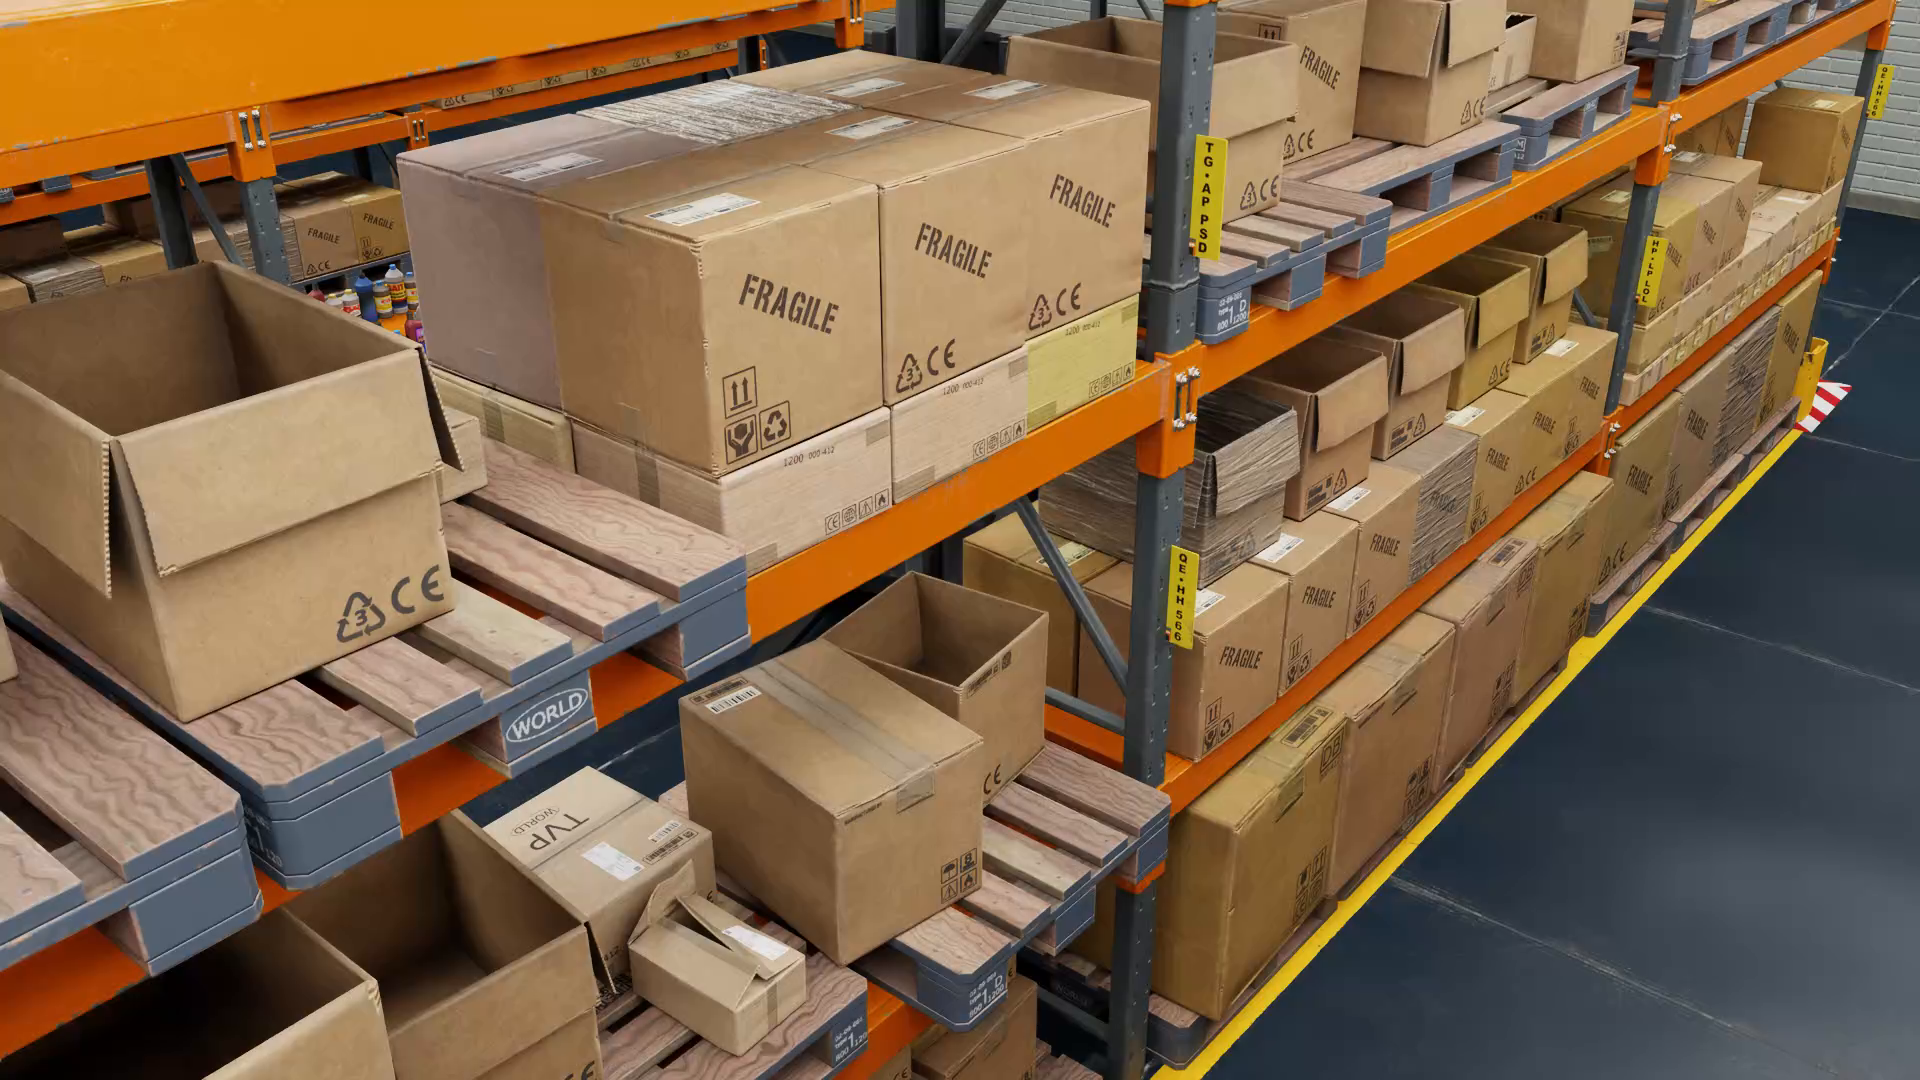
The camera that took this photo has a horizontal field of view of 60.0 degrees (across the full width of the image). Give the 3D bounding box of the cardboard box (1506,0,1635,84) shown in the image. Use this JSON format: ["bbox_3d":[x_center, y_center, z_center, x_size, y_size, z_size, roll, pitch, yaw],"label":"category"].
[{"bbox_3d":[2.420,-2.276,7.054,0.700,0.500,0.500,22,34,36],"label":"cardboard box"}]

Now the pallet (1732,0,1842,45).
[{"bbox_3d":[4.086,-2.932,8.984,1.003,0.211,1.213,21,34,34],"label":"pallet"}]

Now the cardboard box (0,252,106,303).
[{"bbox_3d":[-6.566,-1.750,12.109,0.500,0.500,0.500,19,33,33],"label":"cardboard box"}]

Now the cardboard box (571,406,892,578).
[{"bbox_3d":[-0.503,-0.171,3.715,0.500,0.250,0.500,22,34,36],"label":"cardboard box"}]

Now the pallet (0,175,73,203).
[{"bbox_3d":[-7.028,-2.575,11.672,1.213,0.211,1.003,21,34,34],"label":"pallet"}]

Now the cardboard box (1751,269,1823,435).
[{"bbox_3d":[4.980,-1.332,10.915,0.875,0.875,0.875,21,34,34],"label":"cardboard box"}]

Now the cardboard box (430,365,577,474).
[{"bbox_3d":[-0.905,-0.309,3.982,0.500,0.250,0.500,22,34,35],"label":"cardboard box"}]

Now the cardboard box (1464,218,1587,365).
[{"bbox_3d":[2.381,-1.182,7.570,0.797,0.503,0.637,20,33,33],"label":"cardboard box"}]

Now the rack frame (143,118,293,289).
[{"bbox_3d":[-3.585,-0.950,8.323,1.000,3.000,0.127,21,34,34],"label":"rack frame"}]

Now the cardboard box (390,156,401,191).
[{"bbox_3d":[-4.717,-3.188,14.889,0.500,0.500,0.500,21,34,34],"label":"cardboard box"}]

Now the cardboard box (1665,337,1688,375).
[{"bbox_3d":[3.560,-1.004,8.699,0.380,0.149,0.250,22,35,36],"label":"cardboard box"}]

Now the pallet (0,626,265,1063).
[{"bbox_3d":[-1.833,0.479,2.500,1.213,0.211,1.003,21,34,34],"label":"pallet"}]

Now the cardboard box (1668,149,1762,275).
[{"bbox_3d":[3.929,-1.773,8.936,0.500,0.500,0.500,20,33,33],"label":"cardboard box"}]

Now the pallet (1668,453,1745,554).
[{"bbox_3d":[4.101,-0.364,10.223,1.003,0.211,1.213,21,34,34],"label":"pallet"}]

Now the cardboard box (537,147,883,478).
[{"bbox_3d":[-0.518,-0.503,3.541,0.500,0.500,0.500,21,34,35],"label":"cardboard box"}]

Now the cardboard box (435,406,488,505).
[{"bbox_3d":[-1.192,-0.194,3.393,0.380,0.166,0.250,20,33,33],"label":"cardboard box"}]

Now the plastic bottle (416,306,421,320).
[{"bbox_3d":[-2.766,-1.118,8.782,0.152,0.276,0.135,21,34,34],"label":"plastic bottle"}]

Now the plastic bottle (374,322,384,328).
[{"bbox_3d":[-2.966,-0.985,8.530,0.097,0.271,0.097,0,27,0],"label":"plastic bottle"}]

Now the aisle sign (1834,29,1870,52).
[{"bbox_3d":[5.602,-3.432,10.290,0.394,0.787,0.004,21,34,34],"label":"aisle sign"}]

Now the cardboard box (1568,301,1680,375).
[{"bbox_3d":[3.282,-1.077,8.406,0.500,0.250,0.500,20,33,34],"label":"cardboard box"}]

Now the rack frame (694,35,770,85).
[{"bbox_3d":[-2.317,-5.236,16.606,1.000,3.000,0.127,21,34,34],"label":"rack frame"}]

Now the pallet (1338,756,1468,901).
[{"bbox_3d":[1.572,1.048,7.495,1.003,0.211,1.213,21,34,34],"label":"pallet"}]

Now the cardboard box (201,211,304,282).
[{"bbox_3d":[-5.594,-2.294,13.161,0.500,0.500,0.500,21,34,35],"label":"cardboard box"}]

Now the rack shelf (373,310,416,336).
[{"bbox_3d":[-2.313,-1.340,9.859,1.077,0.370,4.000,21,34,34],"label":"rack shelf"}]

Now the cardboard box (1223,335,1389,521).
[{"bbox_3d":[1.131,-0.478,6.208,0.797,0.503,0.637,22,34,36],"label":"cardboard box"}]

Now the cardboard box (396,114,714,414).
[{"bbox_3d":[-0.901,-0.651,3.826,0.500,0.500,0.500,20,33,33],"label":"cardboard box"}]

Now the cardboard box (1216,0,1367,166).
[{"bbox_3d":[1.050,-1.635,5.816,0.500,0.500,0.500,23,35,37],"label":"cardboard box"}]

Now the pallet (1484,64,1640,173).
[{"bbox_3d":[2.236,-1.829,6.964,0.805,0.209,1.217,19,33,32],"label":"pallet"}]

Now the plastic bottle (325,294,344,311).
[{"bbox_3d":[-3.423,-1.248,9.113,0.097,0.201,0.097,0,27,0],"label":"plastic bottle"}]

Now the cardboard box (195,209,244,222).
[{"bbox_3d":[-6.011,-2.435,13.434,0.500,0.500,0.500,21,34,35],"label":"cardboard box"}]

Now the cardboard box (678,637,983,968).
[{"bbox_3d":[-0.354,0.696,4.573,0.500,0.500,0.700,-22,35,-36],"label":"cardboard box"}]

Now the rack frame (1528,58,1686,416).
[{"bbox_3d":[2.781,-0.921,8.266,1.000,3.000,0.127,21,34,34],"label":"rack frame"}]

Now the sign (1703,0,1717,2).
[{"bbox_3d":[3.206,-2.468,7.086,0.100,0.325,0.005,21,34,34],"label":"sign"}]

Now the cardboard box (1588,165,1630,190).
[{"bbox_3d":[3.189,-1.737,8.867,0.500,0.500,0.500,21,34,35],"label":"cardboard box"}]

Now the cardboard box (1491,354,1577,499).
[{"bbox_3d":[2.374,-0.546,7.433,0.500,0.500,0.500,22,35,36],"label":"cardboard box"}]

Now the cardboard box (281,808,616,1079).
[{"bbox_3d":[-1.276,1.041,3.903,0.637,0.503,0.797,-24,36,-39],"label":"cardboard box"}]

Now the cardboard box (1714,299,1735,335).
[{"bbox_3d":[4.050,-1.277,9.227,0.380,0.149,0.250,21,34,35],"label":"cardboard box"}]

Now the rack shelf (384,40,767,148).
[{"bbox_3d":[-3.589,-4.207,15.401,1.077,0.370,4.000,21,34,34],"label":"rack shelf"}]

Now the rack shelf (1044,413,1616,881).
[{"bbox_3d":[1.509,0.108,7.060,1.077,0.370,4.000,21,34,34],"label":"rack shelf"}]

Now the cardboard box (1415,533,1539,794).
[{"bbox_3d":[1.821,0.386,7.595,1.225,0.875,0.875,19,33,33],"label":"cardboard box"}]

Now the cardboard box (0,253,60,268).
[{"bbox_3d":[-6.991,-1.885,12.370,0.500,0.500,0.500,22,35,36],"label":"cardboard box"}]

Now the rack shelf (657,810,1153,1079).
[{"bbox_3d":[-1.036,1.526,4.319,1.077,0.370,4.000,21,34,34],"label":"rack shelf"}]

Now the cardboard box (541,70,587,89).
[{"bbox_3d":[-3.683,-4.322,14.732,0.500,0.500,0.500,21,34,34],"label":"cardboard box"}]

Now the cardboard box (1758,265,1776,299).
[{"bbox_3d":[4.540,-1.551,9.756,0.380,0.149,0.250,21,34,35],"label":"cardboard box"}]

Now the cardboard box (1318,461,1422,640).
[{"bbox_3d":[1.405,-0.006,6.389,0.500,0.500,0.500,20,33,34],"label":"cardboard box"}]

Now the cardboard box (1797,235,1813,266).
[{"bbox_3d":[5.027,-1.823,10.284,0.380,0.149,0.250,21,34,35],"label":"cardboard box"}]

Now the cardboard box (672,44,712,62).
[{"bbox_3d":[-2.719,-4.857,15.765,0.500,0.500,0.500,21,34,35],"label":"cardboard box"}]

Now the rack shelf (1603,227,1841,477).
[{"bbox_3d":[4.053,-1.311,9.802,1.077,0.370,4.000,21,34,34],"label":"rack shelf"}]

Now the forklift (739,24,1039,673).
[{"bbox_3d":[-0.209,-1.007,8.506,1.130,2.935,3.031,10,29,19],"label":"forklift"}]

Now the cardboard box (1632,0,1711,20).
[{"bbox_3d":[3.232,-2.824,8.005,0.700,0.500,0.500,19,33,32],"label":"cardboard box"}]

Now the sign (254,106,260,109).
[{"bbox_3d":[-3.156,-2.078,7.352,0.100,0.325,0.005,21,34,34],"label":"sign"}]

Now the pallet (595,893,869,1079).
[{"bbox_3d":[-0.991,1.296,4.189,1.003,0.211,1.213,21,34,34],"label":"pallet"}]

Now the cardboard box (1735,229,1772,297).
[{"bbox_3d":[4.247,-1.609,9.436,0.500,0.250,0.500,21,34,34],"label":"cardboard box"}]

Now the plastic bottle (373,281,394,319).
[{"bbox_3d":[-3.237,-1.351,9.314,0.097,0.201,0.097,0,27,0],"label":"plastic bottle"}]

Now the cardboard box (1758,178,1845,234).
[{"bbox_3d":[5.222,-2.155,10.491,0.500,0.250,0.500,20,33,34],"label":"cardboard box"}]

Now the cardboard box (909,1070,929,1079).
[{"bbox_3d":[-0.517,1.856,5.140,0.700,0.500,0.500,18,32,30],"label":"cardboard box"}]

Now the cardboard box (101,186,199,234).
[{"bbox_3d":[-6.311,-2.603,12.943,0.500,0.250,0.500,20,33,33],"label":"cardboard box"}]

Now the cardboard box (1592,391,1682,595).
[{"bbox_3d":[3.262,-0.375,9.065,0.875,0.875,0.875,21,34,34],"label":"cardboard box"}]
